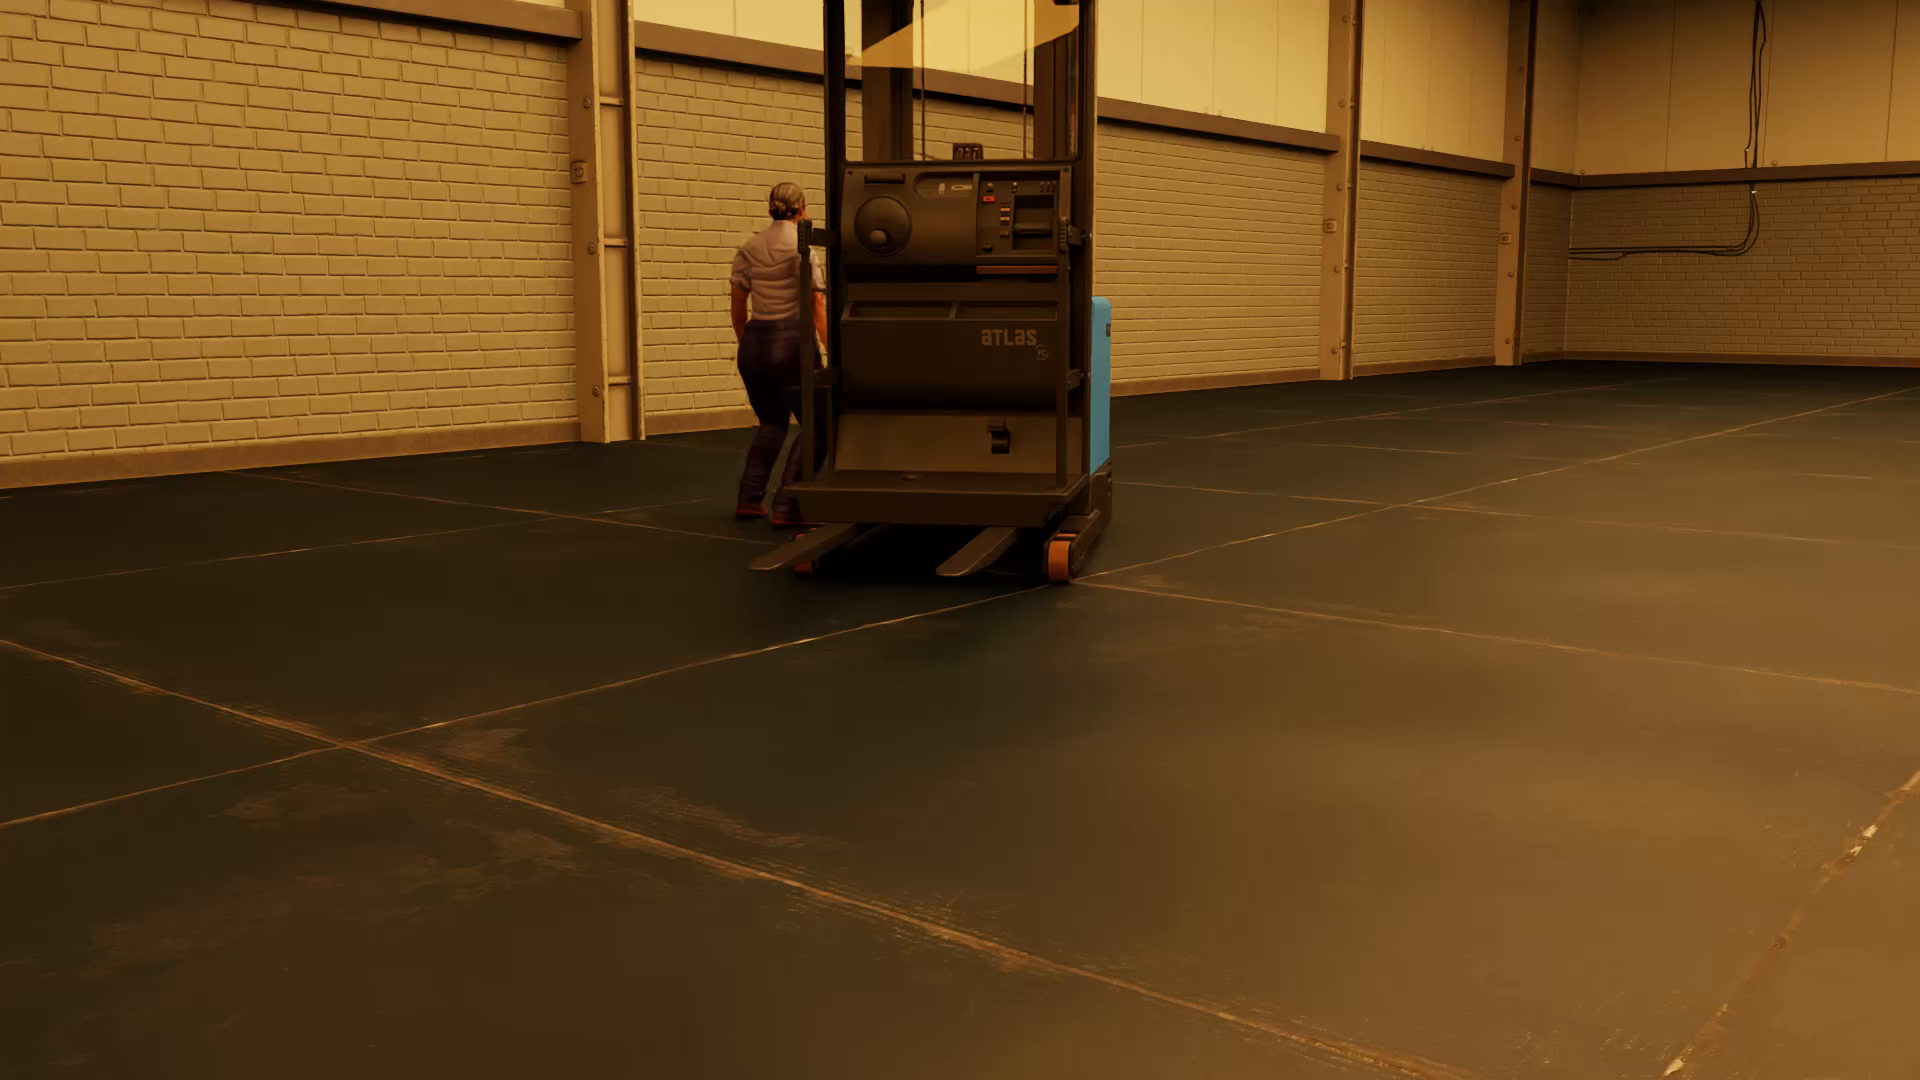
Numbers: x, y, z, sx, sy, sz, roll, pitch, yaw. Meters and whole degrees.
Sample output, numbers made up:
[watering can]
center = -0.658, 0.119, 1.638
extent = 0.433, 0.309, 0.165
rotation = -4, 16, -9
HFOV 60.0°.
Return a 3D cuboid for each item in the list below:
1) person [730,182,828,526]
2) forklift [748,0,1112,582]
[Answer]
[person]
center = -0.832, -0.881, 7.890
extent = 0.715, 1.610, 0.377
rotation = 8, 11, 42
[forklift]
center = -0.055, -1.344, 6.467
extent = 1.130, 2.935, 3.031
rotation = 2, 8, 11
